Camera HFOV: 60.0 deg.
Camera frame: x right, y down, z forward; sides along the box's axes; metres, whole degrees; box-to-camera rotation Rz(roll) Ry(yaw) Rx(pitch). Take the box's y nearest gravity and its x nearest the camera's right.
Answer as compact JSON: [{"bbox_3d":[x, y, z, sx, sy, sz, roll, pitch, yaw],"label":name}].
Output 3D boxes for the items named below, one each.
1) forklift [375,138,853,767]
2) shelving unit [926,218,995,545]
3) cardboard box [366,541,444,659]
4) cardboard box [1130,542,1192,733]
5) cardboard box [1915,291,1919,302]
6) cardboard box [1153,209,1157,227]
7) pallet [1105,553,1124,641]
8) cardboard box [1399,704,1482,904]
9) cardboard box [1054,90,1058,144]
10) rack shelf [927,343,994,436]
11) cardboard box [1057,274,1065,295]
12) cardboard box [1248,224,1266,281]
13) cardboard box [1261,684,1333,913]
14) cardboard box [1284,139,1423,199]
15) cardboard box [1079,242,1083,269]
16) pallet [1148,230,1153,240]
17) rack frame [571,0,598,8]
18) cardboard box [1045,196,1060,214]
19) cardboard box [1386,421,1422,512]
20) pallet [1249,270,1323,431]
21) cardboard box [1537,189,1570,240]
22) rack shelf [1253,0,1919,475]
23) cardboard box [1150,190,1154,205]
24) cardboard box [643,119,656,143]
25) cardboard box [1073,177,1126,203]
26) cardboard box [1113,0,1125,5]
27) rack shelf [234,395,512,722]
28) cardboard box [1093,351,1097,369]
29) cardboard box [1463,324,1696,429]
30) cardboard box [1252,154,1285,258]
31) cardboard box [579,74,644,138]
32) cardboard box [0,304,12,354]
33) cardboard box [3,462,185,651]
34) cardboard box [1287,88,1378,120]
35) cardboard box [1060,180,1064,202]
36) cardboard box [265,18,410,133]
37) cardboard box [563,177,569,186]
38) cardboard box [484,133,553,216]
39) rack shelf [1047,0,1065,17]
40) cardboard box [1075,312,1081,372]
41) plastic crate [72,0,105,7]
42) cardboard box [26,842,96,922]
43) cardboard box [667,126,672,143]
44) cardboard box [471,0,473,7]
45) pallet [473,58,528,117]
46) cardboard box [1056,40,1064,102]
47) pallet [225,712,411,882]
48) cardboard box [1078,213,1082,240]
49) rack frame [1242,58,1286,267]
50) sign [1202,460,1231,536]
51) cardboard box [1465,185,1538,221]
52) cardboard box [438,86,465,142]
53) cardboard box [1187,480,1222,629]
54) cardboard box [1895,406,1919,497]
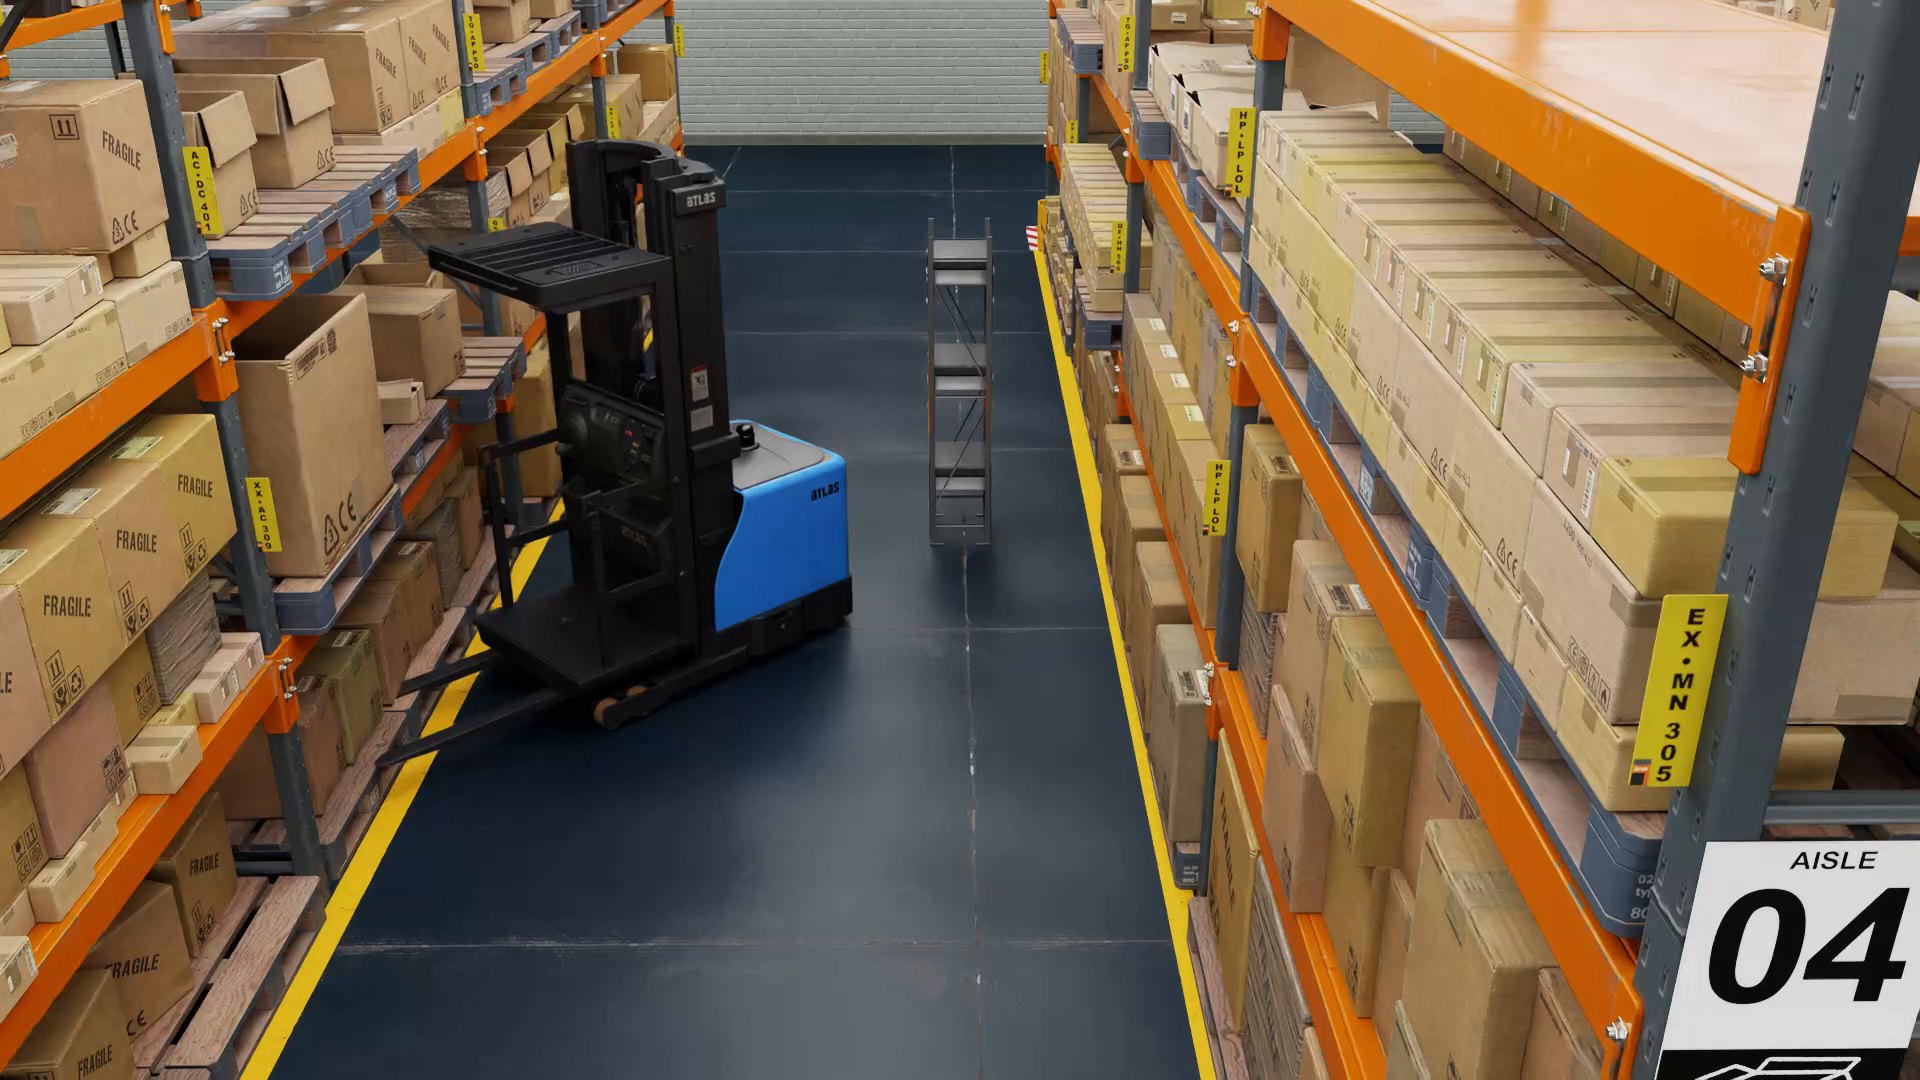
[{"bbox_3d":[-2.047,-0.553,8.915,1.130,2.935,3.031,22,32,40],"label":"forklift"},{"bbox_3d":[-0.002,-1.025,10.968,0.431,2.100,0.503,0,24,-1],"label":"shelving unit"},{"bbox_3d":[-3.371,0.327,9.387,0.700,0.500,0.500,2,24,4],"label":"cardboard box"},{"bbox_3d":[1.471,0.499,8.728,1.050,0.750,0.750,0,24,-1],"label":"cardboard box"},{"bbox_3d":[6.220,-1.752,11.060,0.500,0.250,0.500,0,24,-1],"label":"cardboard box"},{"bbox_3d":[1.705,-2.465,12.856,0.380,0.149,0.250,-1,24,-3],"label":"cardboard box"},{"bbox_3d":[1.464,0.265,10.407,1.003,0.211,1.213,0,24,-1],"label":"pallet"},{"bbox_3d":[1.684,0.795,4.360,0.875,0.550,0.550,0,24,-1],"label":"cardboard box"},{"bbox_3d":[1.196,-4.199,16.413,0.500,0.500,0.500,0,24,0],"label":"cardboard box"},{"bbox_3d":[-0.002,-1.012,10.974,0.431,0.518,0.480,0,24,-1],"label":"rack shelf"},{"bbox_3d":[1.131,-2.458,15.994,0.380,0.149,0.250,0,24,-1],"label":"cardboard box"},{"bbox_3d":[1.238,-1.020,5.899,0.380,0.149,0.250,-1,24,-1],"label":"cardboard box"},{"bbox_3d":[1.507,0.851,5.546,0.875,0.550,0.550,0,24,-1],"label":"cardboard box"},{"bbox_3d":[1.245,-1.174,5.271,0.380,0.149,0.250,0,24,-1],"label":"cardboard box"},{"bbox_3d":[1.058,-2.030,11.895,0.380,0.149,0.250,-1,24,-3],"label":"cardboard box"},{"bbox_3d":[1.468,-2.059,12.394,1.003,0.211,1.213,0,24,-1],"label":"pallet"},{"bbox_3d":[-3.474,-5.731,13.002,1.000,3.000,0.127,0,24,-1],"label":"rack frame"},{"bbox_3d":[1.109,-3.573,17.738,0.380,0.149,0.250,-1,24,-3],"label":"cardboard box"},{"bbox_3d":[1.262,-0.182,4.046,0.380,0.149,0.250,0,24,0],"label":"cardboard box"},{"bbox_3d":[1.573,-0.671,5.562,1.003,0.211,1.213,0,24,-1],"label":"pallet"},{"bbox_3d":[1.909,-0.968,4.816,0.380,0.149,0.250,0,24,0],"label":"cardboard box"},{"bbox_3d":[1.596,-1.081,4.079,1.077,0.370,4.000,0,24,-1],"label":"rack shelf"},{"bbox_3d":[1.700,-2.705,13.024,0.380,0.149,0.250,-1,24,-2],"label":"cardboard box"},{"bbox_3d":[-3.226,-3.882,16.013,0.500,0.250,0.500,0,24,0],"label":"cardboard box"},{"bbox_3d":[1.047,-2.629,12.497,0.380,0.149,0.250,1,24,1],"label":"cardboard box"},{"bbox_3d":[1.232,-3.787,11.293,0.396,0.266,0.258,0,24,-1],"label":"cardboard box"},{"bbox_3d":[-3.408,-0.198,8.920,1.077,0.370,4.000,0,24,-1],"label":"rack shelf"},{"bbox_3d":[1.255,-1.423,12.369,0.500,0.250,0.500,0,24,1],"label":"cardboard box"},{"bbox_3d":[1.266,-0.339,3.425,0.380,0.149,0.250,0,24,0],"label":"cardboard box"},{"bbox_3d":[1.300,-1.150,5.703,0.500,0.250,0.500,0,24,0],"label":"cardboard box"},{"bbox_3d":[-3.231,-4.023,15.415,0.500,0.500,0.500,-1,24,-2],"label":"cardboard box"},{"bbox_3d":[-3.135,-0.615,5.028,0.380,0.149,0.250,1,24,1],"label":"cardboard box"},{"bbox_3d":[-3.100,0.052,5.799,0.500,0.500,0.500,0,24,-1],"label":"cardboard box"},{"bbox_3d":[1.766,-1.997,7.917,0.396,0.266,0.258,0,24,-1],"label":"cardboard box"},{"bbox_3d":[1.031,-2.891,13.798,0.380,0.149,0.250,-1,24,-3],"label":"cardboard box"},{"bbox_3d":[-3.168,-2.379,8.502,0.500,0.500,0.500,0,24,0],"label":"cardboard box"},{"bbox_3d":[-3.197,-2.648,13.344,0.500,0.500,0.500,0,24,1],"label":"cardboard box"},{"bbox_3d":[-3.440,-2.699,12.238,0.797,0.503,0.637,1,24,1],"label":"cardboard box"},{"bbox_3d":[1.465,-4.842,15.548,1.077,0.370,4.000,0,24,-1],"label":"rack shelf"},{"bbox_3d":[1.230,-1.725,13.949,0.500,0.500,0.500,1,24,1],"label":"cardboard box"},{"bbox_3d":[-8.199,-5.020,15.390,0.437,0.136,0.530,0,24,-1],"label":"plastic crate"},{"bbox_3d":[-3.089,1.118,5.442,0.380,0.149,0.250,0,24,-1],"label":"cardboard box"},{"bbox_3d":[-3.178,-4.175,17.147,0.380,0.149,0.250,0,24,0],"label":"cardboard box"},{"bbox_3d":[-3.606,-3.560,11.210,0.500,0.500,0.500,1,24,2],"label":"cardboard box"},{"bbox_3d":[-3.490,-2.895,10.601,1.213,0.211,1.003,1,24,2],"label":"pallet"},{"bbox_3d":[1.187,-4.445,15.743,0.500,0.500,0.500,-1,24,-2],"label":"cardboard box"},{"bbox_3d":[-3.396,1.248,8.234,1.003,0.211,1.213,0,24,-1],"label":"pallet"},{"bbox_3d":[1.054,-2.276,12.076,0.380,0.149,0.250,0,24,1],"label":"cardboard box"},{"bbox_3d":[1.574,-2.416,5.671,1.000,3.000,0.127,0,24,-1],"label":"rack frame"},{"bbox_3d":[1.032,-0.167,6.671,0.100,0.325,0.005,0,24,-1],"label":"sign"},{"bbox_3d":[1.842,-0.943,5.245,0.500,0.250,0.500,0,24,-1],"label":"cardboard box"},{"bbox_3d":[-3.180,-2.453,9.576,0.500,0.250,0.500,0,24,0],"label":"cardboard box"},{"bbox_3d":[1.301,0.058,7.359,0.500,0.500,0.500,0,24,-1],"label":"cardboard box"},{"bbox_3d":[1.931,-0.129,2.961,0.380,0.149,0.250,0,24,0],"label":"cardboard box"}]
